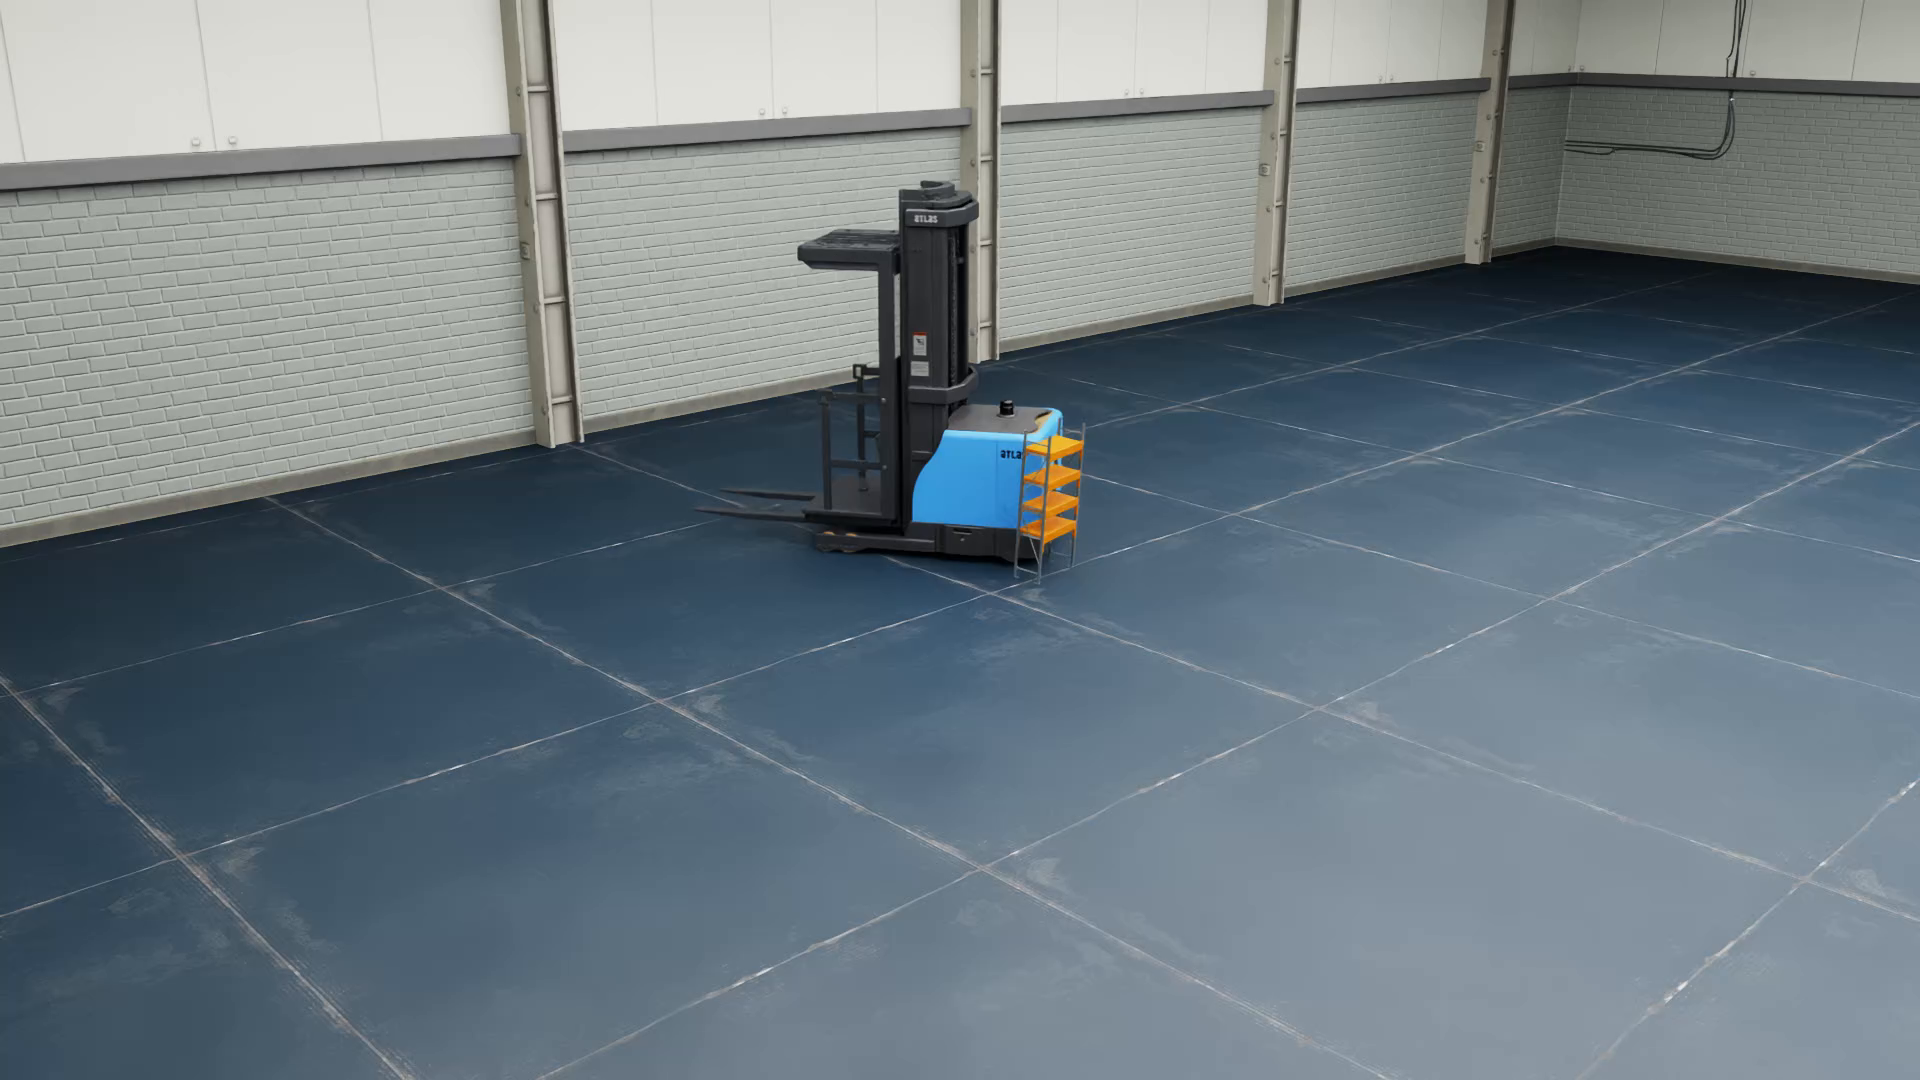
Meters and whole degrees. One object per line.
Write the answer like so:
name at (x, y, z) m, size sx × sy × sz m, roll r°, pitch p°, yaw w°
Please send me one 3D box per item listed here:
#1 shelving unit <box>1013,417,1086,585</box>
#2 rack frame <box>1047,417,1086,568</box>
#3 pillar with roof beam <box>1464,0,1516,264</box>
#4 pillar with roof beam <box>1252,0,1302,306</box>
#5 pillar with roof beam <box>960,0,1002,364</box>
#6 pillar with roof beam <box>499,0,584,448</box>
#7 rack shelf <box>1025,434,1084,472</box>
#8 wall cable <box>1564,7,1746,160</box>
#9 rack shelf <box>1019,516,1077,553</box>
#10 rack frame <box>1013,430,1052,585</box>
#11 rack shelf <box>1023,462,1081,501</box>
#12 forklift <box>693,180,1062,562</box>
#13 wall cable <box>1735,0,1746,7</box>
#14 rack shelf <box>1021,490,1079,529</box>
shelving unit at (0.696, -0.307, 12.958) m, size 0.258 × 1.200 × 0.503 m, roll 17°, pitch 24°, yaw 32°
rack frame at (0.838, -0.368, 13.147) m, size 0.240 × 1.200 × 0.015 m, roll 17°, pitch 24°, yaw 32°
pillar with roof beam at (11.927, -8.135, 24.486) m, size 0.400 × 9.000 × 9.100 m, roll -16°, pitch 24°, yaw -41°
pillar with roof beam at (7.567, -6.864, 20.564) m, size 0.400 × 9.000 × 9.100 m, roll -16°, pitch 24°, yaw -41°
pillar with roof beam at (3.208, -5.592, 16.643) m, size 0.400 × 9.000 × 9.100 m, roll -16°, pitch 24°, yaw -41°
pillar with roof beam at (-1.152, -4.321, 12.722) m, size 0.400 × 9.000 × 9.100 m, roll -16°, pitch 24°, yaw -41°
rack shelf at (0.718, -0.675, 12.822) m, size 0.258 × 0.148 × 0.480 m, roll 17°, pitch 24°, yaw 32°
wall cable at (12.018, -7.951, 28.951) m, size 0.112 × 2.526 × 3.097 m, roll -16°, pitch 24°, yaw -41°
rack shelf at (0.681, -0.058, 13.050) m, size 0.258 × 0.148 × 0.480 m, roll 17°, pitch 24°, yaw 32°
rack frame at (0.555, -0.245, 12.769) m, size 0.240 × 1.200 × 0.015 m, roll 17°, pitch 24°, yaw 32°
rack shelf at (0.705, -0.453, 12.904) m, size 0.258 × 0.148 × 0.480 m, roll 17°, pitch 24°, yaw 32°
forklift at (-0.709, -1.435, 13.658) m, size 3.031 × 2.935 × 1.130 m, roll 4°, pitch 18°, yaw 13°
wall cable at (13.877, -9.747, 26.303) m, size 0.112 × 2.526 × 3.097 m, roll -16°, pitch 24°, yaw -41°
rack shelf at (0.692, -0.244, 12.981) m, size 0.258 × 0.148 × 0.480 m, roll 17°, pitch 24°, yaw 32°
